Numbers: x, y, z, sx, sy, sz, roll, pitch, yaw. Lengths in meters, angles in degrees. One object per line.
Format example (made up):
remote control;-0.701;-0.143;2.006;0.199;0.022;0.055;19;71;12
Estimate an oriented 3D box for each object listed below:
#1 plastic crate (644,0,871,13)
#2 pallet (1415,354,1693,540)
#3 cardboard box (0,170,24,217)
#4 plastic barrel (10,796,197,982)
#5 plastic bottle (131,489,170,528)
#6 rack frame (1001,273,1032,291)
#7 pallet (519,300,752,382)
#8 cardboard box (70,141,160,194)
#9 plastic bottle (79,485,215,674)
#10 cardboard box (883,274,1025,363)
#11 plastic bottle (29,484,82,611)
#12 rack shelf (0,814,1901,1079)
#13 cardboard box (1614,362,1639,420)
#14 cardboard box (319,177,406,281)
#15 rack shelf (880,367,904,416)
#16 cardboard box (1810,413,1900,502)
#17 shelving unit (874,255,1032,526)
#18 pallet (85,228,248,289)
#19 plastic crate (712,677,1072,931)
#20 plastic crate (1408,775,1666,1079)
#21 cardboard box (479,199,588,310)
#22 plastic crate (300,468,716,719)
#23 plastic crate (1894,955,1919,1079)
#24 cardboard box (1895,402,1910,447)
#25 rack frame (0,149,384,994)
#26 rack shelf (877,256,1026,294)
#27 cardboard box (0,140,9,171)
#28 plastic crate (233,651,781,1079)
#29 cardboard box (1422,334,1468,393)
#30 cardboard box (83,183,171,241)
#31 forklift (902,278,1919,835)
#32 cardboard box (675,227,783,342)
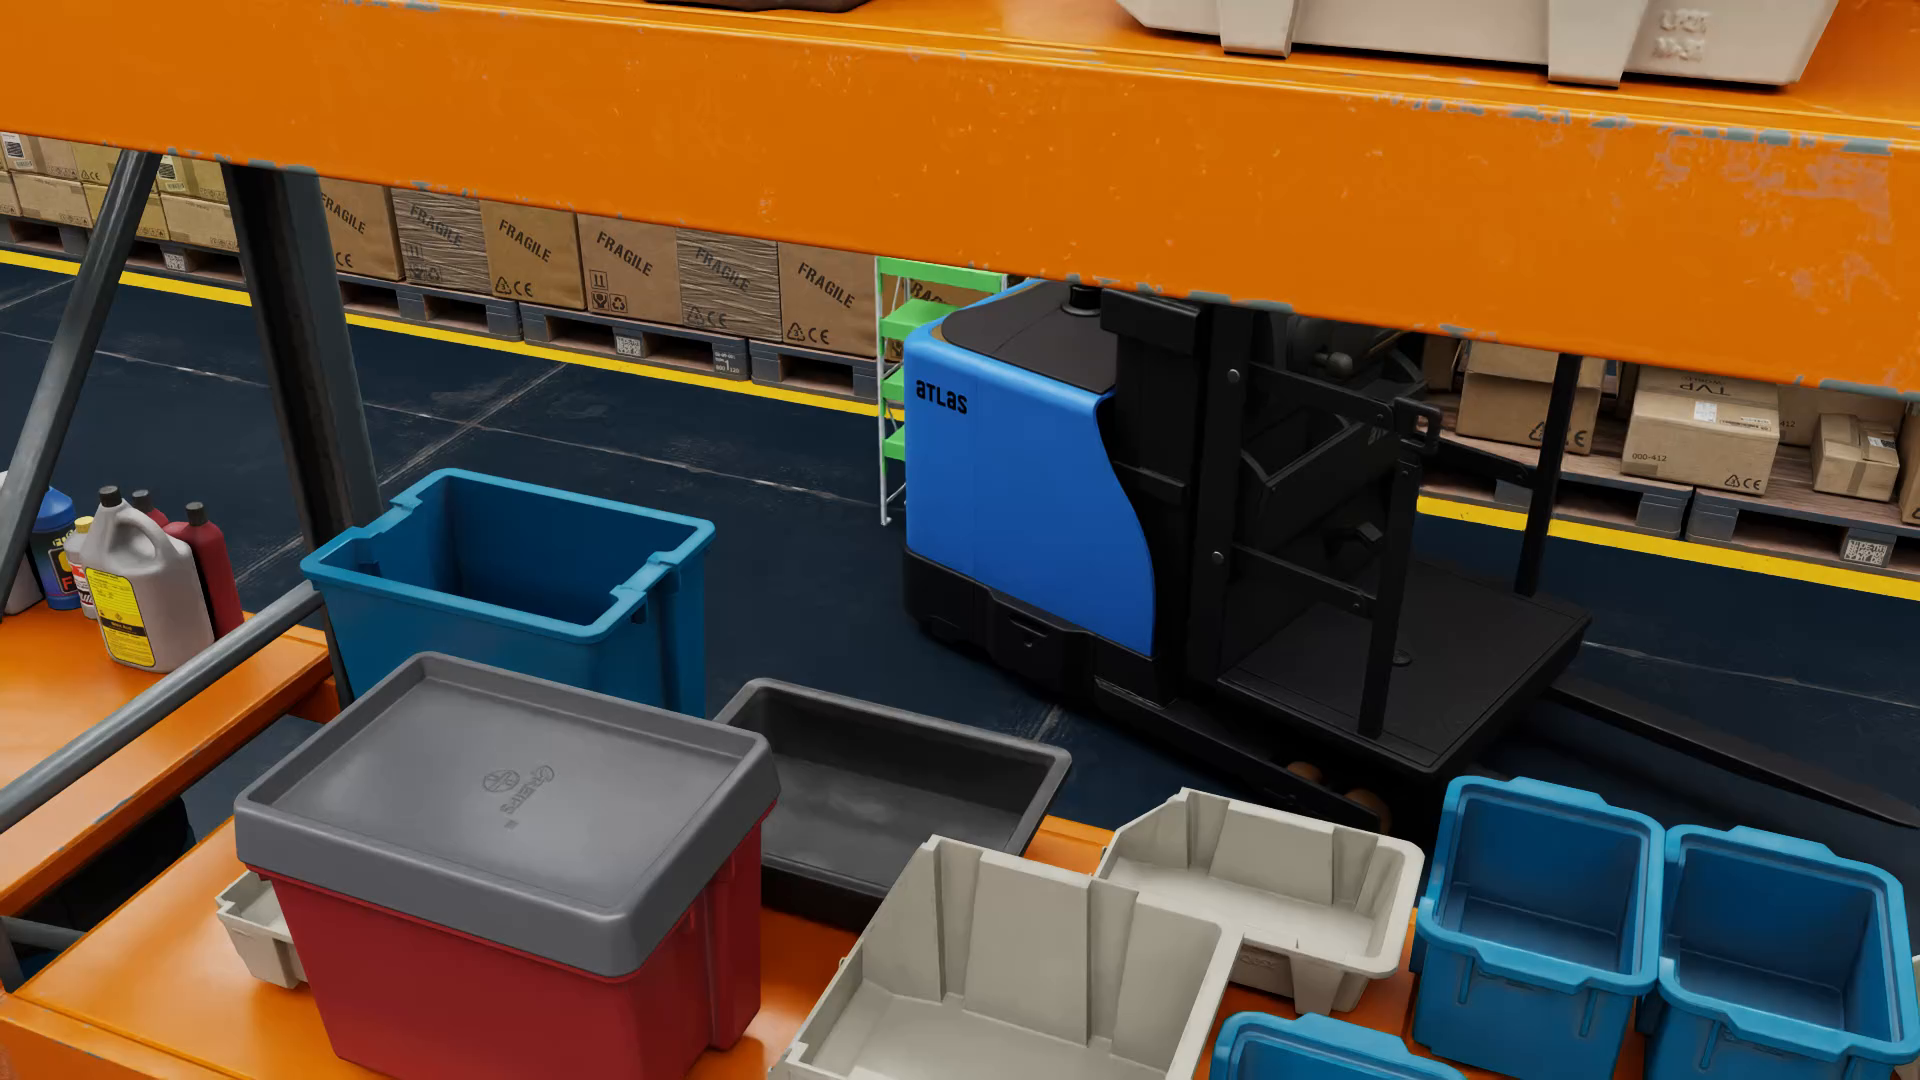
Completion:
plastic crate;-0.256;-0.631;1.403;0.590;0.269;0.497;11;31;19
pallet;2.333;-0.428;6.794;1.213;0.211;1.003;11;31;19
cardboard box;-5.145;-1.989;9.088;0.500;0.250;0.500;12;32;20
plastic barrel;-1.801;0.885;3.341;0.708;0.901;0.600;11;31;19
plastic bottle;-1.607;0.027;3.273;0.133;0.283;0.061;11;31;19
rack frame;0.198;-0.526;5.962;0.015;1.200;0.240;14;32;22
pallet;-1.340;-1.139;8.051;1.213;0.211;1.003;11;31;19
cardboard box;-4.206;-2.043;8.613;0.500;0.311;0.500;11;31;18
plastic bottle;-1.545;0.064;3.138;0.185;0.351;0.144;11;31;19
cardboard box;-0.003;-1.059;7.168;0.500;0.500;0.500;11;31;19
plastic bottle;-1.811;0.001;3.331;0.097;0.271;0.097;0;29;0
rack shelf;0.550;0.946;2.259;4.000;0.370;1.077;11;31;19
cardboard box;2.945;-0.664;6.724;0.500;0.250;0.500;11;31;19
cardboard box;-2.830;-1.624;8.167;0.500;0.500;0.500;13;32;21
rack shelf;-0.021;-0.523;6.087;0.480;0.148;0.258;14;32;22
cardboard box;3.331;-0.317;6.195;0.250;0.166;0.380;11;31;19
shelving unit;-0.021;-0.579;6.055;0.503;1.200;0.258;14;32;22
pallet;-3.893;-1.691;9.027;1.213;0.211;1.003;11;31;19
plastic crate;-0.165;0.441;2.640;0.590;0.125;0.437;11;31;19
plastic crate;0.800;0.555;2.329;0.300;0.233;0.416;11;31;19
cardboard box;-1.880;-1.434;7.832;0.500;0.500;0.500;11;31;18
plastic crate;-0.743;0.175;2.848;0.575;0.384;0.392;11;31;19
plastic crate;1.403;0.673;2.217;0.298;0.136;0.250;11;31;19
cardboard box;3.778;-0.493;6.507;0.250;0.166;0.380;11;31;19
rack frame;-1.305;0.265;2.734;0.053;2.616;0.949;11;31;19
rack shelf;-0.021;-0.941;5.850;0.480;0.148;0.258;14;32;22
cardboard box;-5.137;-2.231;8.946;0.500;0.311;0.500;12;32;20
plastic crate;-0.571;0.489;2.211;0.583;0.464;0.402;11;31;19
cardboard box;1.892;-0.901;7.081;0.500;0.311;0.500;11;31;19
cardboard box;-4.203;-1.800;8.755;0.500;0.250;0.500;11;31;19
forklift;1.248;-0.697;4.504;3.031;2.935;1.130;23;37;35
cardboard box;-0.922;-1.247;7.501;0.500;0.500;0.500;12;32;20
